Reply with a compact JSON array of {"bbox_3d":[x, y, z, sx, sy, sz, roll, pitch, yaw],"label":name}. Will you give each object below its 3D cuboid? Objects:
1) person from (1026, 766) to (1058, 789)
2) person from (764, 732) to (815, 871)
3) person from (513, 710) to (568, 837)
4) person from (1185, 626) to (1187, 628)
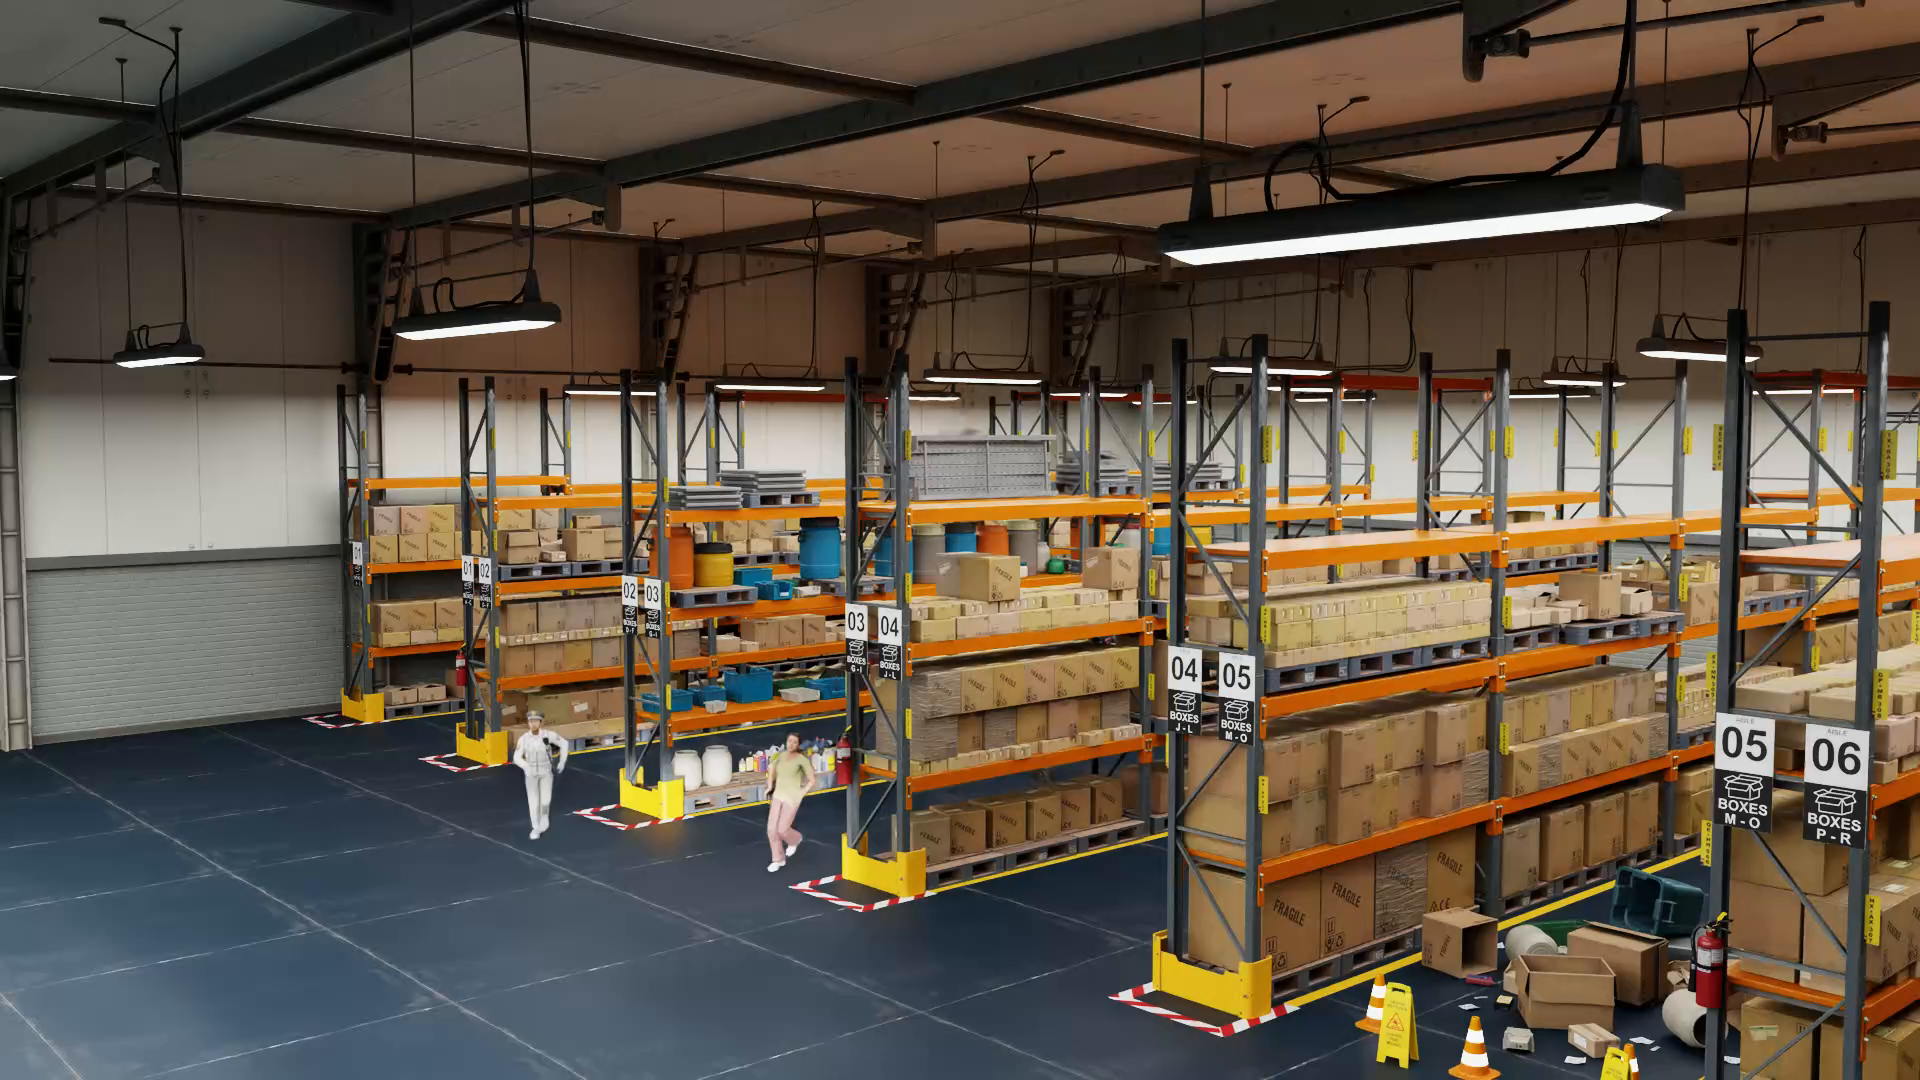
[{"bbox_3d":[1.149,2.763,23.229,0.634,1.762,0.688,3,5,37],"label":"person"},{"bbox_3d":[-1.996,3.070,19.679,0.631,1.636,0.597,2,4,26],"label":"person"},{"bbox_3d":[-5.290,2.959,20.957,0.645,1.656,0.710,0,4,-7],"label":"person"},{"bbox_3d":[4.874,2.073,34.799,0.578,1.692,0.748,3,5,40],"label":"person"}]
